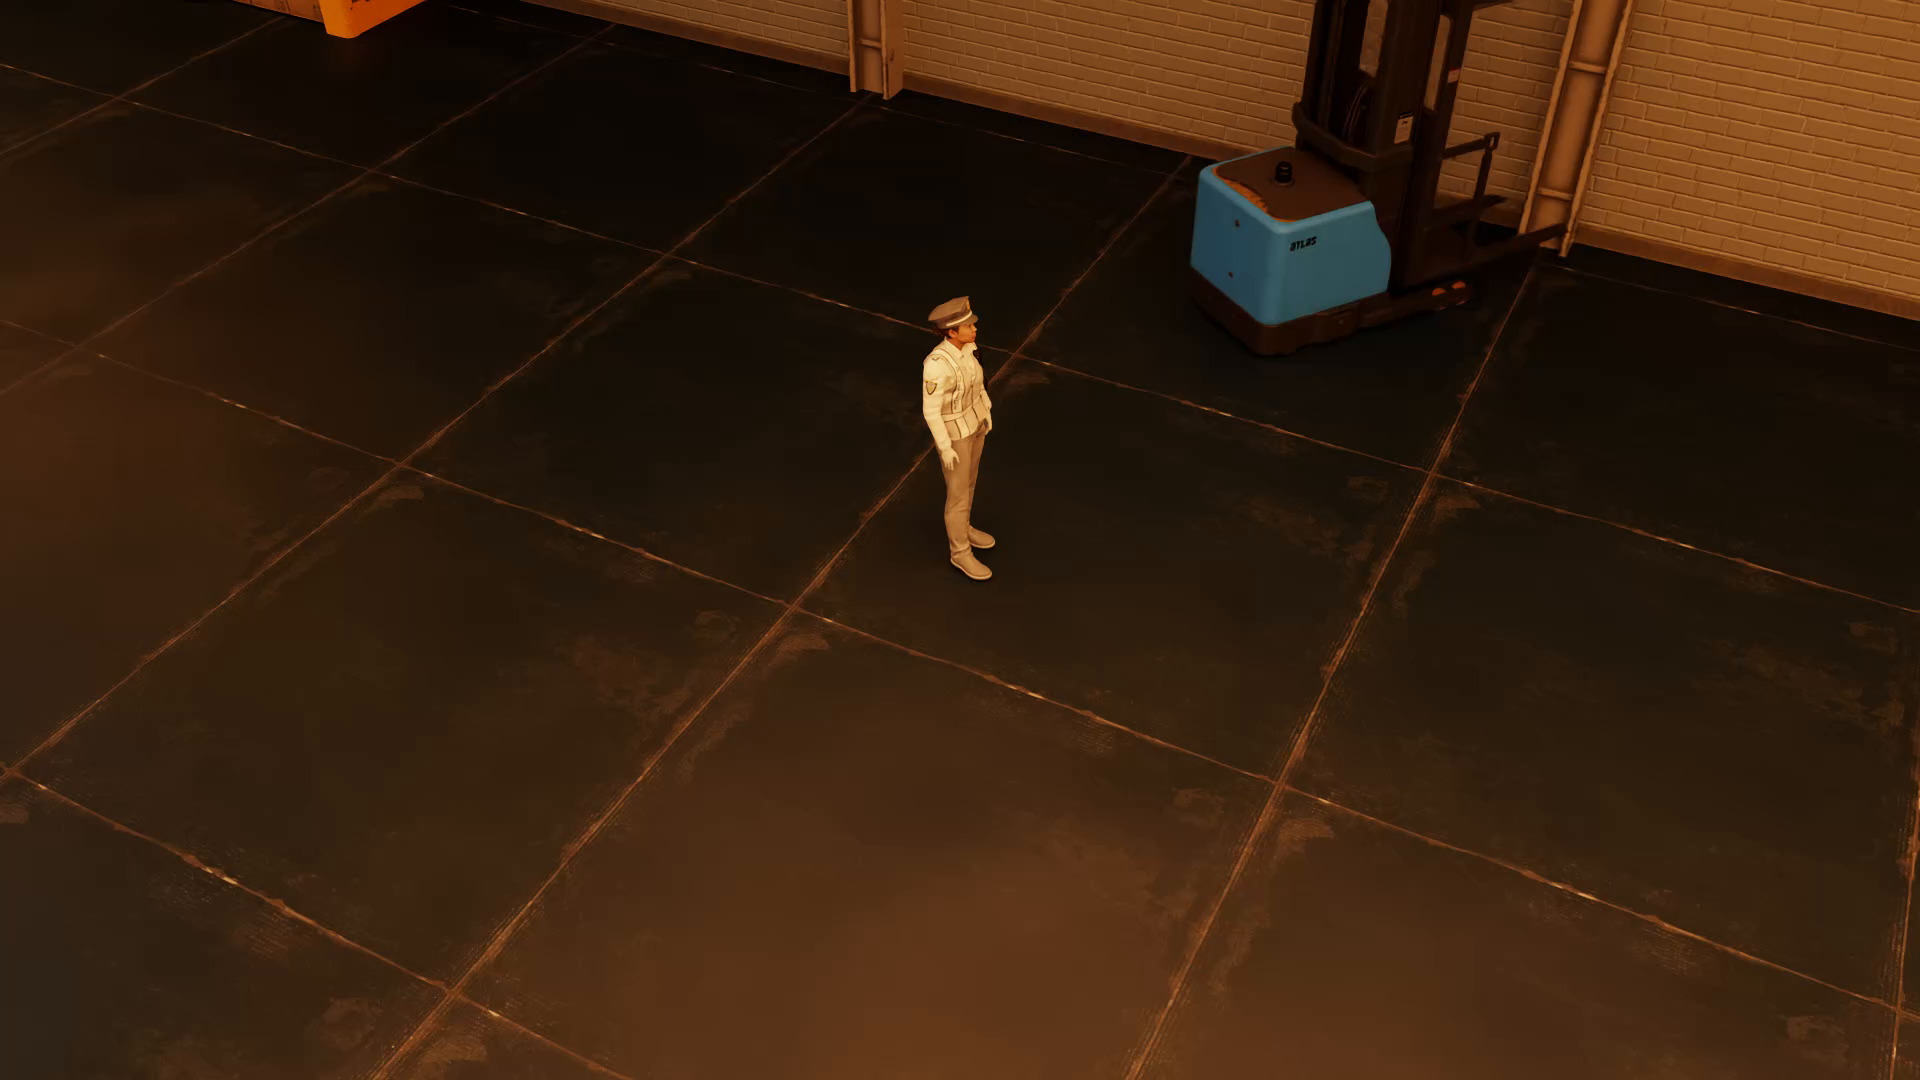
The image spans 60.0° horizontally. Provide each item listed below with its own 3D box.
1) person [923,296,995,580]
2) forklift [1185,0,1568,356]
[{"bbox_3d":[0.058,-0.629,9.682,0.530,1.694,0.585,18,43,21],"label":"person"},{"bbox_3d":[3.216,-3.091,11.657,3.031,2.935,1.130,-19,44,-21],"label":"forklift"}]
